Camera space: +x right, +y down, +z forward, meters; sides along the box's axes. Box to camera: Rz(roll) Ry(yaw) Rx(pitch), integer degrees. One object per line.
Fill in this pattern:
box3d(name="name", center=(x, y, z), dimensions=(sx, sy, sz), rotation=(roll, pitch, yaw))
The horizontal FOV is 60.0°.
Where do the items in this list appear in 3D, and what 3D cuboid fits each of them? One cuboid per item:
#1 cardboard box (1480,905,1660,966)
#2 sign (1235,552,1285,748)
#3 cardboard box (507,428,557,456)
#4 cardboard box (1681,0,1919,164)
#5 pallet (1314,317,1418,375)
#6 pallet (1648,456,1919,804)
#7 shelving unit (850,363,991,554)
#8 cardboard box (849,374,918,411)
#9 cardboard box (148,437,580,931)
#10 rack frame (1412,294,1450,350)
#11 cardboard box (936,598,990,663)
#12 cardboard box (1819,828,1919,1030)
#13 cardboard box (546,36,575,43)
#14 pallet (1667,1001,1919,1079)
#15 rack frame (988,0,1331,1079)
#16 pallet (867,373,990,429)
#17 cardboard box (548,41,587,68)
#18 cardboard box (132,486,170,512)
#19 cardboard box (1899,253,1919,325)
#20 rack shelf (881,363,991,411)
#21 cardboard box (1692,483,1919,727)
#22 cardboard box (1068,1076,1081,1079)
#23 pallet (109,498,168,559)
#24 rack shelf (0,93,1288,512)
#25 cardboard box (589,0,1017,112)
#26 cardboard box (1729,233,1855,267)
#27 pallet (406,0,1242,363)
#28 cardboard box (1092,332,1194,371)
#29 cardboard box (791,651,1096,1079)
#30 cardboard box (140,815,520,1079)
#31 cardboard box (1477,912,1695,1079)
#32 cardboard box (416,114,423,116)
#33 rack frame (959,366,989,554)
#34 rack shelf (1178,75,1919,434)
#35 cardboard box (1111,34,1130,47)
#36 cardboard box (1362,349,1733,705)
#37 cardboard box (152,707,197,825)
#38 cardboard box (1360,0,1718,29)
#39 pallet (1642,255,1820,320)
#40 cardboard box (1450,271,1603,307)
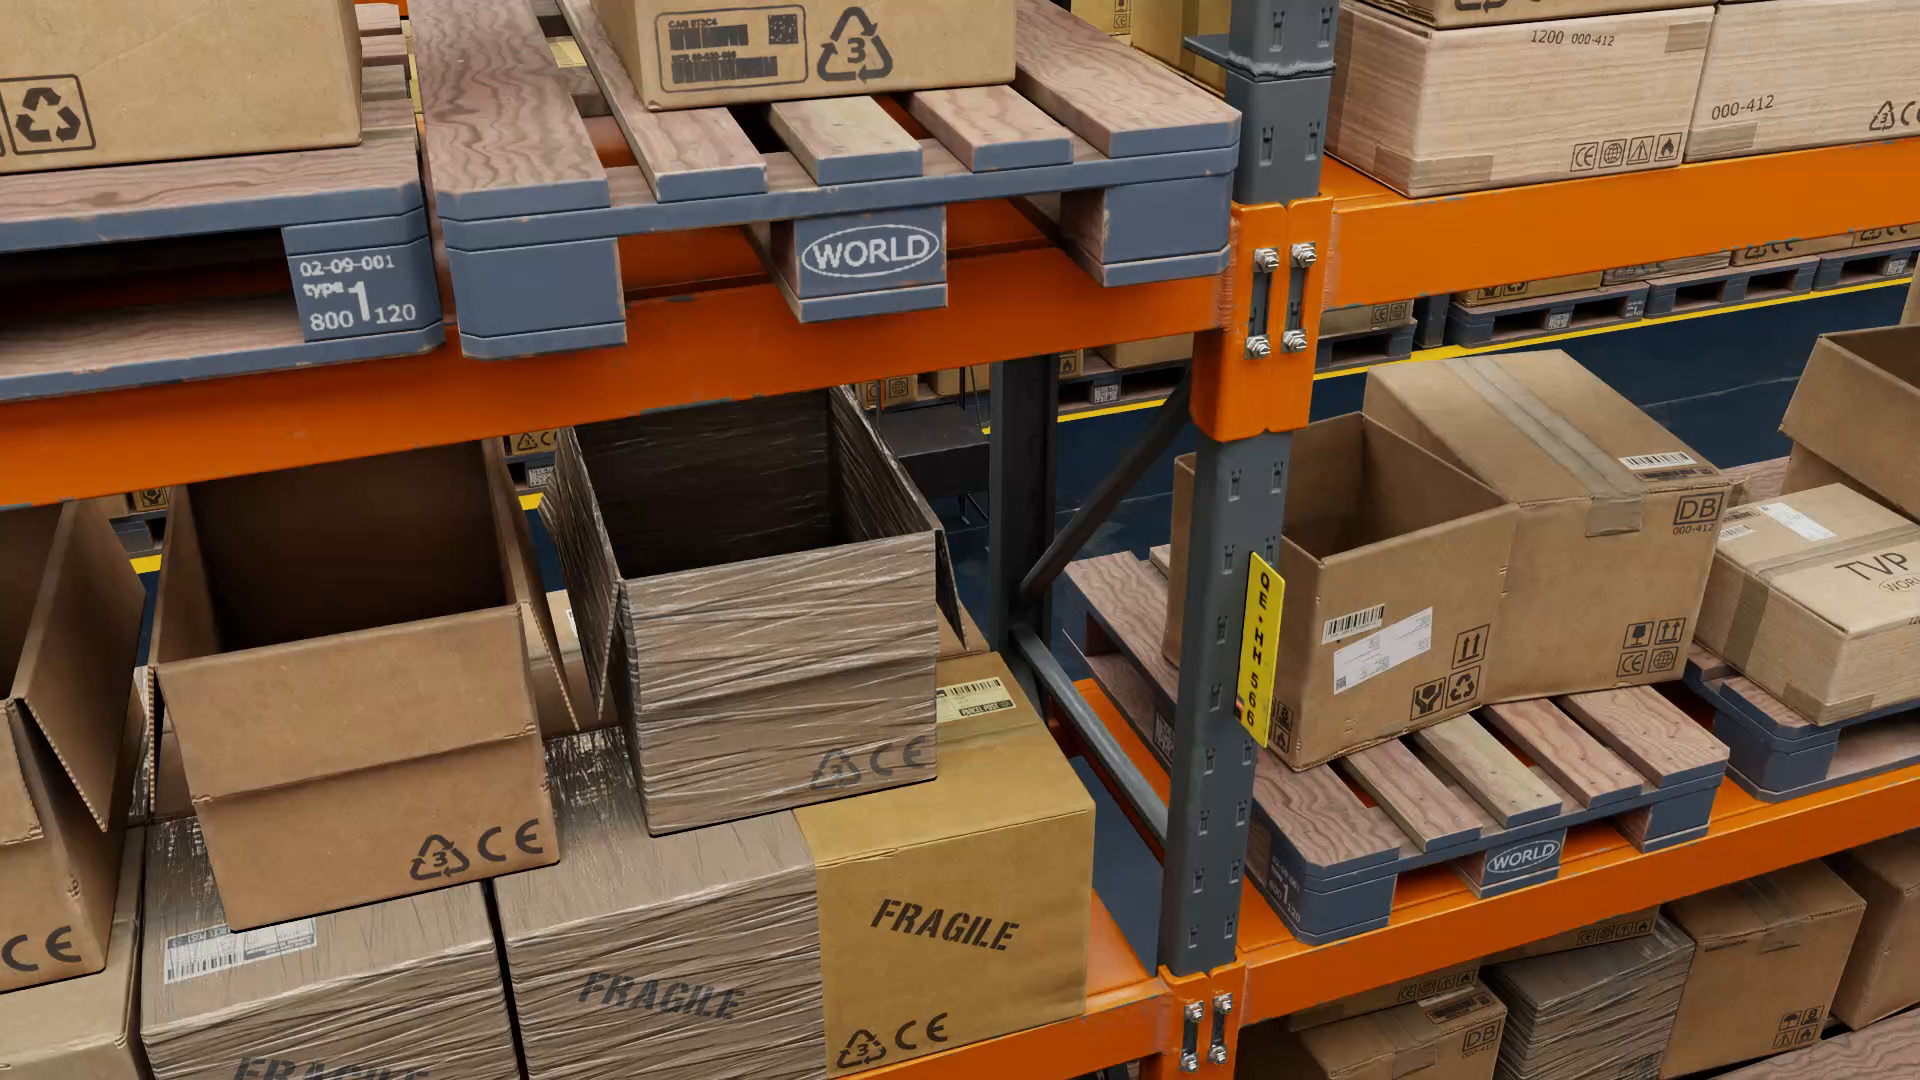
box3d(name="cardboard box", center=(1.405, 0.773, 4.187), dimensions=(0.500, 0.250, 0.500), rotation=(-7, 30, -12))
box3d(name="sign", center=(0.491, 0.183, 2.728), dimensions=(0.005, 0.325, 0.100), rotation=(-10, 31, -18))
box3d(name="cardboard box", center=(-1.867, -0.751, 7.638), dimensions=(0.500, 0.500, 0.500), rotation=(-11, 31, -18))
box3d(name="cardboard box", center=(1.304, -0.860, 2.851), dimensions=(0.500, 0.250, 0.500), rotation=(-10, 31, -16))
box3d(name="pallet", center=(1.711, -1.200, 9.143), dimensions=(1.213, 0.211, 1.003), rotation=(-10, 31, -18))
box3d(name="pallet", center=(2.135, 0.152, 4.147), dimensions=(1.213, 0.211, 1.003), rotation=(-10, 31, -18))
box3d(name="shelving unit", center=(-0.155, -0.884, 6.680), dimensions=(0.503, 2.100, 0.431), rotation=(-10, 31, -18))
box3d(name="cardboard box", center=(-0.739, -1.158, 8.100), dimensions=(0.750, 0.750, 1.050), rotation=(-11, 31, -18))
box3d(name="cardboard box", center=(-1.009, 0.180, 2.789), dimensions=(0.637, 0.503, 0.797), rotation=(-10, 31, -16))
box3d(name="rack frame", center=(2.408, -2.580, 8.748), dimensions=(0.127, 3.000, 1.000), rotation=(-10, 31, -18))
box3d(name="cardboard box", center=(-0.257, 0.344, 3.516), dimensions=(0.500, 0.500, 0.500), rotation=(-10, 31, -16))
box3d(name="cardboard box", center=(2.482, 0.900, 4.720), dimensions=(0.500, 0.500, 0.700), rotation=(-13, 32, -22))
box3d(name="cardboard box", center=(-1.846, -2.230, 7.363), dimensions=(0.250, 0.149, 0.380), rotation=(-10, 31, -18))
box3d(name="pallet", center=(2.168, 1.298, 4.758), dimensions=(1.213, 0.211, 1.003), rotation=(-10, 31, -18))
box3d(name="rack frame", center=(0.294, 0.429, 3.466), dimensions=(0.127, 3.000, 1.000), rotation=(-10, 31, -18))
box3d(name="pallet", center=(-0.576, -0.779, 8.404), dimensions=(1.213, 0.211, 1.003), rotation=(-10, 31, -18))
box3d(name="cardboard box", center=(-1.640, -1.924, 6.825), dimensions=(0.250, 0.149, 0.380), rotation=(-12, 32, -20))
box3d(name="cardboard box", center=(-3.323, -0.488, 7.178), dimensions=(0.500, 0.500, 0.500), rotation=(-10, 31, -17))
box3d(name="cardboard box", center=(3.249, -0.632, 4.299), dimensions=(1.000, 1.000, 1.000), rotation=(-10, 31, -17))
box3d(name="rack shelf", center=(-0.155, -0.872, 6.687), dimensions=(0.480, 0.518, 0.431), rotation=(-10, 31, -18))
box3d(name="cardboard box", center=(1.945, 0.130, 3.720), dimensions=(0.500, 0.250, 0.500), rotation=(-11, 32, -19))
box3d(name="cardboard box", center=(-0.360, 1.280, 3.696), dimensions=(0.875, 0.875, 1.225), rotation=(-12, 32, -20))
box3d(name="pallet", center=(-3.215, -0.335, 7.624), dimensions=(1.213, 0.211, 1.003), rotation=(-10, 31, -18))
box3d(name="rack shelf", center=(-1.581, -0.216, 2.296), dimensions=(4.000, 0.370, 1.077), rotation=(-10, 31, -18))
box3d(name="cardboard box", center=(-0.253, -0.962, 2.351), dimensions=(0.637, 0.503, 0.797), rotation=(-9, 31, -15))
box3d(name="cardboard box", center=(4.721, -2.229, 9.854), dimensions=(0.875, 0.875, 0.875), rotation=(-11, 31, -18))
box3d(name="pallet", center=(-0.291, -0.656, 2.532), dimensions=(1.003, 0.211, 1.213), rotation=(-9, 31, -15))
box3d(name="cardboard box", center=(0.952, -1.471, 8.650), dimensions=(0.750, 0.750, 1.050), rotation=(-10, 31, -18))
box3d(name="cardboard box", center=(-0.082, 0.586, 3.090), dimensions=(0.500, 0.500, 0.500), rotation=(-9, 31, -16))
box3d(name="cardboard box", center=(-1.037, 0.761, 2.784), dimensions=(0.500, 0.500, 0.500), rotation=(-11, 32, -19))
box3d(name="cardboard box", center=(1.430, 1.098, 4.374), dimensions=(0.500, 0.500, 0.700), rotation=(-13, 32, -22))
box3d(name="cardboard box", center=(-2.140, -1.702, 6.736), dimensions=(0.250, 0.149, 0.380), rotation=(-10, 31, -16))
box3d(name="rack frame", center=(0.074, -0.926, 6.754), dimensions=(0.015, 2.100, 0.400), rotation=(-10, 31, -18))
box3d(name="rack shelf", center=(2.168, -0.907, 3.508), dimensions=(4.000, 0.370, 1.077), rotation=(-10, 31, -18))
box3d(name="cardboard box", center=(0.590, -2.146, 7.885), dimensions=(0.500, 0.500, 0.500), rotation=(-11, 31, -18))
box3d(name="cardboard box", center=(1.274, -0.051, 3.784), dimensions=(0.500, 0.500, 0.700), rotation=(-6, 30, -10))
box3d(name="cardboard box", center=(-1.218, 0.524, 3.199), dimensions=(0.500, 0.500, 0.500), rotation=(-11, 31, -19))
box3d(name="cardboard box", center=(0.824, -1.096, 2.508), dimensions=(0.500, 0.500, 0.500), rotation=(-10, 31, -17))
box3d(name="pallet", center=(4.293, -1.675, 9.978), dimensions=(1.213, 0.211, 1.003), rotation=(-10, 31, -18))
box3d(name="cardboard box", center=(3.022, -1.915, 9.303), dimensions=(0.875, 0.875, 0.875), rotation=(-10, 31, -17))
